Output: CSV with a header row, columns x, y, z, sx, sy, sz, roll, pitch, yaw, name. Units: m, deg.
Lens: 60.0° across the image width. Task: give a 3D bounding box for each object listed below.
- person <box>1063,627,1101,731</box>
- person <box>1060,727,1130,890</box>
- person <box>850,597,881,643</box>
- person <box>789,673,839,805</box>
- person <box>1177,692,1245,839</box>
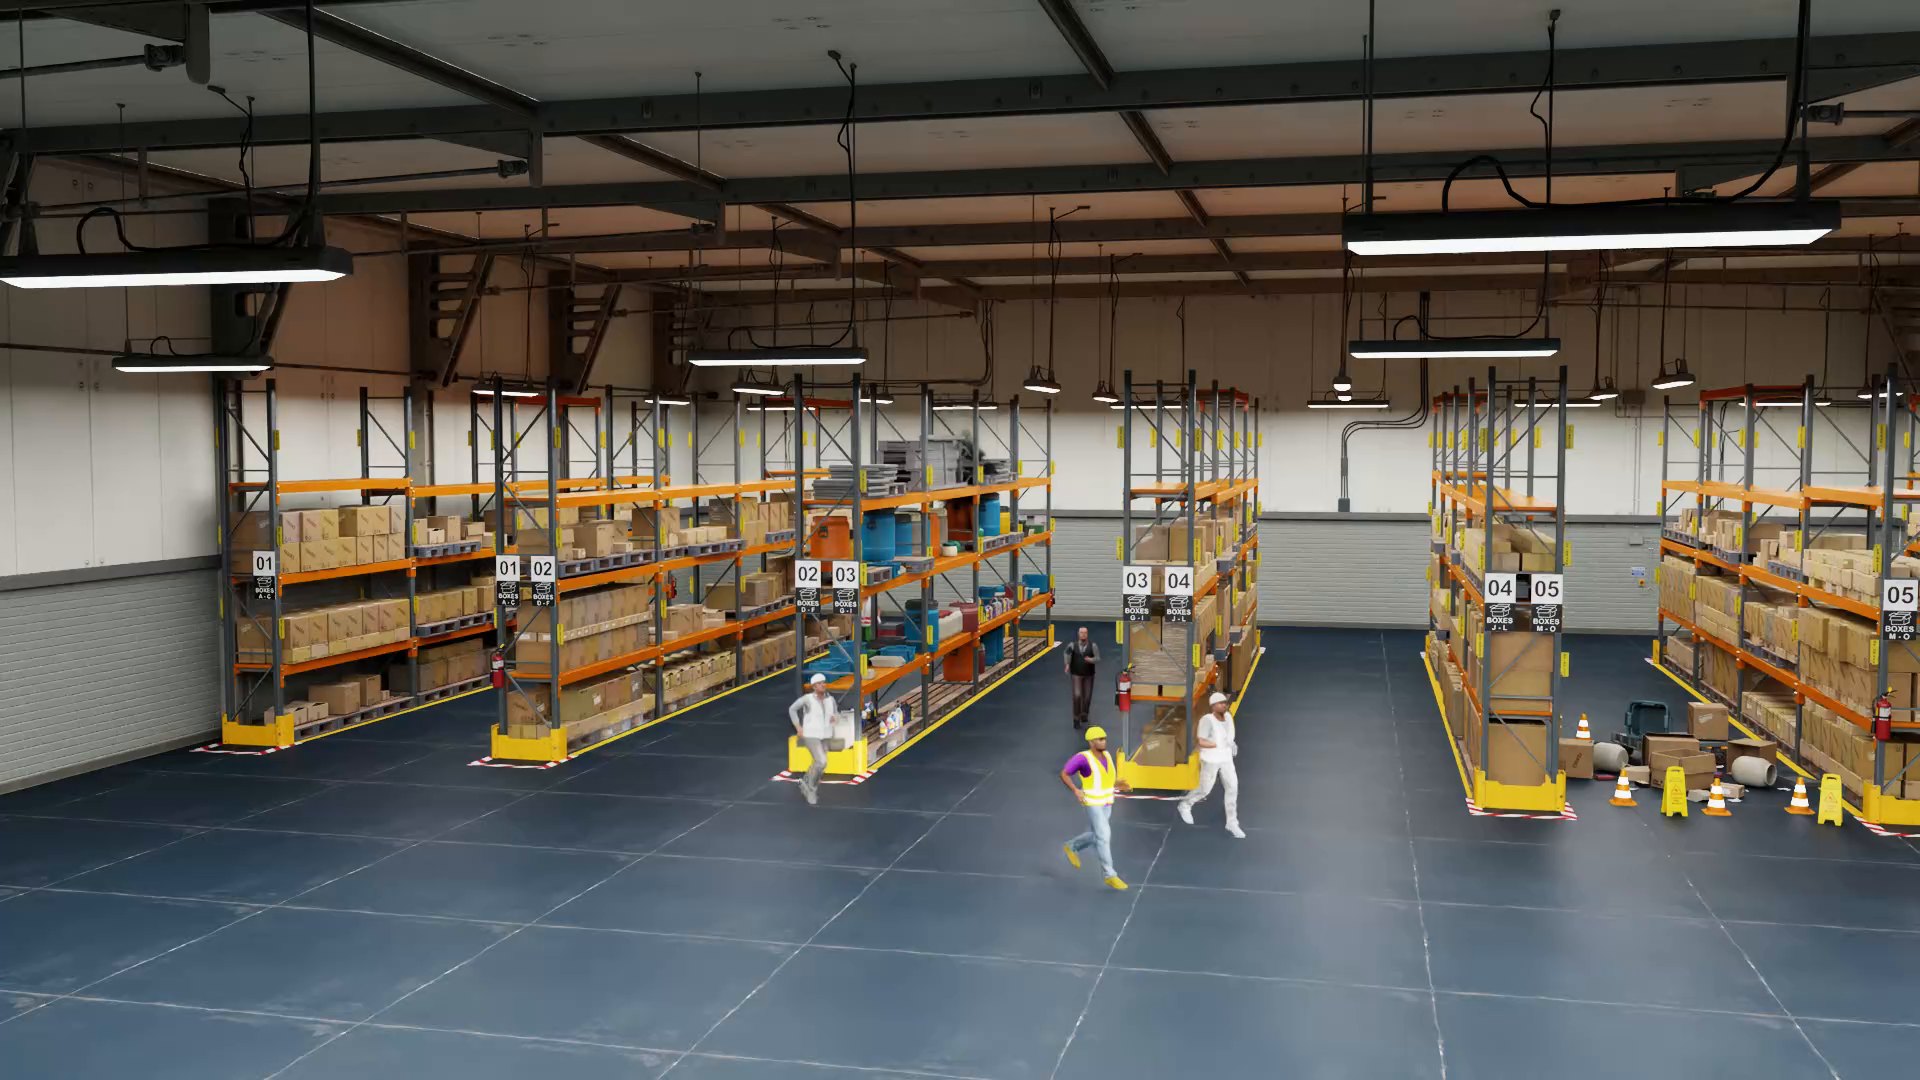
x,y,z,sx,sy,sz,roll,pitch,yaw,name
2.129,2.406,28.968,0.625,1.782,0.767,0,3,-2,person
1.527,2.989,18.808,0.968,1.773,0.700,3,5,42,person
-2.081,1.914,36.435,0.662,1.841,0.802,0,3,7,person
-1.982,2.744,23.084,0.651,1.798,0.686,-3,5,-43,person
3.244,2.832,21.225,0.695,1.808,0.988,-2,4,-35,person
